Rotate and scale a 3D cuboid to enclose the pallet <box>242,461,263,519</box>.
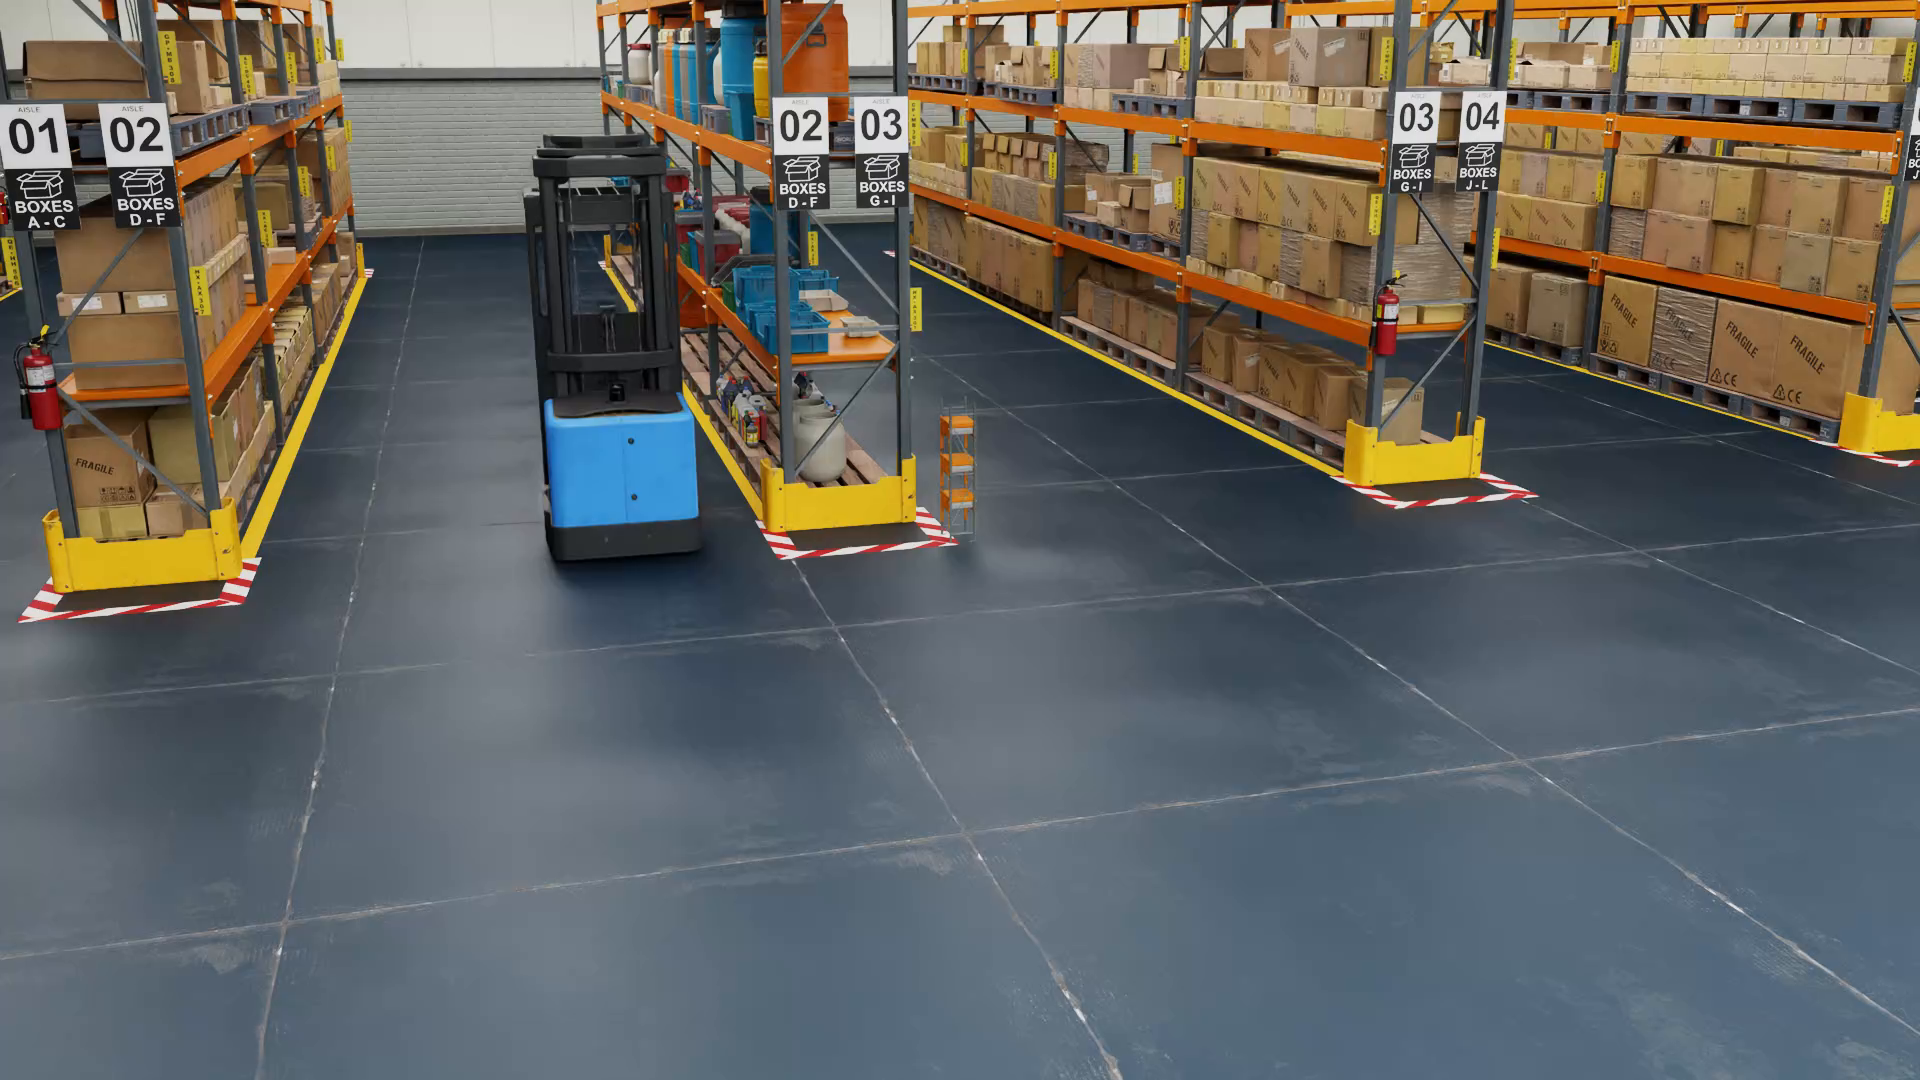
[{"bbox_3d":[-6.215,-0.385,13.367,1.003,0.211,1.213,-5,17,-15],"label":"pallet"}]

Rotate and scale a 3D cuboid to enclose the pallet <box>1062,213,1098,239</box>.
[{"bbox_3d":[1.992,-3.890,20.521,1.213,0.211,1.003,-5,17,-15],"label":"pallet"}]

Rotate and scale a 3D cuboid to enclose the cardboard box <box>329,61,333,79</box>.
[{"bbox_3d":[-9.373,-6.806,24.075,0.500,0.250,0.500,-5,17,-15],"label":"cardboard box"}]

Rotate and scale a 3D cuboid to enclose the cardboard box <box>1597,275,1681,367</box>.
[{"bbox_3d":[7.696,-2.432,18.298,0.875,0.875,0.875,-4,17,-14],"label":"cardboard box"}]

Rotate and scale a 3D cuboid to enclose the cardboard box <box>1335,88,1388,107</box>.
[{"bbox_3d":[3.377,-3.714,13.955,0.380,0.149,0.250,-5,18,-18],"label":"cardboard box"}]

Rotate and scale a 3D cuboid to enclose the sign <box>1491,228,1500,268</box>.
[{"bbox_3d":[4.414,-2.415,13.773,0.100,0.325,0.005,-5,17,-15],"label":"sign"}]

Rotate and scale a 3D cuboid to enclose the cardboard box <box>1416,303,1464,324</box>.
[{"bbox_3d":[4.044,-1.935,14.116,0.380,0.149,0.250,-5,17,-15],"label":"cardboard box"}]

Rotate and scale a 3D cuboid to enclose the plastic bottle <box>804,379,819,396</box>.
[{"bbox_3d":[-1.373,-1.317,15.461,0.144,0.351,0.185,-5,17,-16],"label":"plastic bottle"}]

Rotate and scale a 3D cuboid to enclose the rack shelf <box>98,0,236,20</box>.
[{"bbox_3d":[-6.183,-4.066,12.291,1.077,0.370,4.000,-5,17,-15],"label":"rack shelf"}]

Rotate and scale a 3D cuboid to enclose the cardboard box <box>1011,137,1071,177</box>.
[{"bbox_3d":[1.142,-5.268,22.857,0.797,0.503,0.637,-4,17,-13],"label":"cardboard box"}]

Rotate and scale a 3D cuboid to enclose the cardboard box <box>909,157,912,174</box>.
[{"bbox_3d":[-0.632,-6.300,27.954,0.500,0.250,0.500,-5,17,-17],"label":"cardboard box"}]

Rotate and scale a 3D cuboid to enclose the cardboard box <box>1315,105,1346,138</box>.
[{"bbox_3d":[3.376,-3.573,14.181,0.500,0.250,0.500,-5,17,-15],"label":"cardboard box"}]

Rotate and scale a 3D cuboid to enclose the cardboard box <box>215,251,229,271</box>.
[{"bbox_3d":[-6.104,-2.231,13.363,0.380,0.149,0.250,-4,17,-14],"label":"cardboard box"}]

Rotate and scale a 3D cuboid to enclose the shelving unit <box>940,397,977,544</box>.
[{"bbox_3d":[-0.014,-0.518,12.350,0.215,1.050,0.252,-5,17,-15],"label":"shelving unit"}]

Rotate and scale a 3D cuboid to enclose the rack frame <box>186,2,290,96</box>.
[{"bbox_3d":[-7.832,-6.261,17.655,1.000,3.000,0.127,-5,17,-15],"label":"rack frame"}]

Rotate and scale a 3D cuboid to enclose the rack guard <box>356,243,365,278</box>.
[{"bbox_3d":[-10.010,-4.383,26.174,1.175,0.500,0.348,-5,17,-15],"label":"rack guard"}]

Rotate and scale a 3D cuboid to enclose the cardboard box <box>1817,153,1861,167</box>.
[{"bbox_3d":[11.556,-4.774,21.709,0.500,0.500,0.500,-5,18,-17],"label":"cardboard box"}]

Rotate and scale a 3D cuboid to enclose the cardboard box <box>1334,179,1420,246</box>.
[{"bbox_3d":[3.504,-2.759,13.995,0.500,0.500,0.500,-5,17,-15],"label":"cardboard box"}]

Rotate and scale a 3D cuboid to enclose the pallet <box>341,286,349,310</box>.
[{"bbox_3d":[-9.119,-3.349,23.235,1.003,0.211,1.213,-5,17,-15],"label":"pallet"}]

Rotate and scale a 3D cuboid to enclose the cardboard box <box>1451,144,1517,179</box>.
[{"bbox_3d":[6.745,-4.797,21.294,0.700,0.500,0.500,-5,17,-16],"label":"cardboard box"}]

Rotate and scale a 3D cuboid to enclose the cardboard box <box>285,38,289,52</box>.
[{"bbox_3d":[-8.864,-6.083,21.197,0.600,0.600,0.600,-6,18,-20],"label":"cardboard box"}]

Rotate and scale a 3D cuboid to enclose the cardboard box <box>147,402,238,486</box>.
[{"bbox_3d":[-5.706,-0.723,12.391,0.500,0.500,0.500,-5,17,-15],"label":"cardboard box"}]

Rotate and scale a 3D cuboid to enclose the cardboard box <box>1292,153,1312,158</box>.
[{"bbox_3d":[5.208,-5.714,24.932,0.380,0.149,0.250,-5,17,-15],"label":"cardboard box"}]

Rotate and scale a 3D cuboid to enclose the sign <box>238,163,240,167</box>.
[{"bbox_3d":[-9.451,-4.864,21.927,0.100,0.325,0.005,-5,17,-15],"label":"sign"}]

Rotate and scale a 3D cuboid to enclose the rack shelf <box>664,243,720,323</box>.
[{"bbox_3d":[-2.519,-2.881,18.080,1.077,0.370,4.000,-5,17,-15],"label":"rack shelf"}]

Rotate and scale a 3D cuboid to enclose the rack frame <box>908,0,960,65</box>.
[{"bbox_3d":[-0.504,-9.256,27.625,1.000,3.000,0.127,-5,17,-15],"label":"rack frame"}]

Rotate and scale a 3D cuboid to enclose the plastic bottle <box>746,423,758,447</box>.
[{"bbox_3d":[-1.796,-0.910,14.366,0.097,0.201,0.097,0,17,0],"label":"plastic bottle"}]

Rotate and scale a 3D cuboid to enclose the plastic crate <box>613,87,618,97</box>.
[{"bbox_3d":[-4.883,-6.517,24.179,0.293,0.136,0.466,-5,17,-15],"label":"plastic crate"}]

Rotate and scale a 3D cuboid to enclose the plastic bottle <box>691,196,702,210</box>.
[{"bbox_3d":[-3.407,-4.279,21.570,0.144,0.351,0.185,-5,17,-15],"label":"plastic bottle"}]

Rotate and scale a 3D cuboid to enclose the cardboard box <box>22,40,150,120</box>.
[{"bbox_3d":[-5.787,-3.089,11.154,0.797,0.503,0.637,-3,17,-11],"label":"cardboard box"}]

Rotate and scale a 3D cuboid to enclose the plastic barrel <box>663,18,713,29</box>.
[{"bbox_3d":[-3.221,-5.779,19.788,0.600,0.830,0.708,-5,17,-15],"label":"plastic barrel"}]

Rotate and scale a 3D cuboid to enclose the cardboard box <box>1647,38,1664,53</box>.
[{"bbox_3d":[7.435,-5.177,17.406,0.380,0.149,0.250,-5,17,-16],"label":"cardboard box"}]

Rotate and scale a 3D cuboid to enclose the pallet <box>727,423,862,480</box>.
[{"bbox_3d":[-1.486,-0.810,14.781,1.003,0.211,1.213,-5,17,-15],"label":"pallet"}]

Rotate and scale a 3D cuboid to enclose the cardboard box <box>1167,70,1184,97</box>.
[{"bbox_3d":[2.439,-4.889,17.805,0.396,0.266,0.258,-4,17,-13],"label":"cardboard box"}]

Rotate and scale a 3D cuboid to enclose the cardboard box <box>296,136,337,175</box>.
[{"bbox_3d":[-8.932,-5.317,23.026,0.500,0.500,0.500,-5,18,-17],"label":"cardboard box"}]

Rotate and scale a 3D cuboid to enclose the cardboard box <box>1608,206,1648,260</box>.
[{"bbox_3d":[7.703,-3.399,18.292,0.875,0.550,0.550,-5,17,-15],"label":"cardboard box"}]

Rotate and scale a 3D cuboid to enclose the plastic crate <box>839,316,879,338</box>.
[{"bbox_3d":[-0.806,-1.713,13.398,0.298,0.136,0.250,-5,17,-15],"label":"plastic crate"}]

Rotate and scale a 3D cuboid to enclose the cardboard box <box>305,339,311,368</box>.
[{"bbox_3d":[-7.308,-2.004,17.959,0.500,0.250,0.500,-5,17,-16],"label":"cardboard box"}]

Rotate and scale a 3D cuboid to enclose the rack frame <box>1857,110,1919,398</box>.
[{"bbox_3d":[8.689,-2.322,14.967,1.000,3.000,0.127,-5,17,-15],"label":"rack frame"}]

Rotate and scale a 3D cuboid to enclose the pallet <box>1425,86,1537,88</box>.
[{"bbox_3d":[6.719,-5.707,21.351,1.213,0.211,1.003,-4,17,-13],"label":"pallet"}]

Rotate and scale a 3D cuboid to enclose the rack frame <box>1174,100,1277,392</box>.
[{"bbox_3d":[2.793,-3.064,17.438,1.000,3.000,0.127,-5,17,-15],"label":"rack frame"}]

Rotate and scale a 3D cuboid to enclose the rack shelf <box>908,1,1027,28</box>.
[{"bbox_3d":[0.045,-8.167,25.945,1.077,0.370,4.000,-5,17,-15],"label":"rack shelf"}]

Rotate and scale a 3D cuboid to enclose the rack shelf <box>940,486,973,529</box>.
[{"bbox_3d":[-0.015,-0.241,12.433,0.215,0.259,0.240,-5,17,-15],"label":"rack shelf"}]

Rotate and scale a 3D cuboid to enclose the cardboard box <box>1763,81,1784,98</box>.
[{"bbox_3d":[7.923,-4.304,15.884,0.380,0.149,0.250,-5,17,-15],"label":"cardboard box"}]

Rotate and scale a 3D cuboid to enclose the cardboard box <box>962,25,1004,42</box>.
[{"bbox_3d":[0.343,-7.630,25.044,0.500,0.250,0.500,-6,18,-19],"label":"cardboard box"}]

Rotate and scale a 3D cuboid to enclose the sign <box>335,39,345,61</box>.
[{"bbox_3d":[-9.491,-7.500,25.453,0.100,0.325,0.005,-5,17,-15],"label":"sign"}]

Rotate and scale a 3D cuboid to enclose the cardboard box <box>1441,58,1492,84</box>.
[{"bbox_3d":[6.478,-5.960,21.116,0.500,0.311,0.500,-5,17,-15],"label":"cardboard box"}]

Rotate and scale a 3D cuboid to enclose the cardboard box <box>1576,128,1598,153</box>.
[{"bbox_3d":[10.134,-6.304,26.313,0.500,0.500,0.500,-5,17,-16],"label":"cardboard box"}]

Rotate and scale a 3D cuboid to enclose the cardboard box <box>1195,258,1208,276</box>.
[{"bbox_3d":[2.619,-2.790,16.964,0.380,0.149,0.250,-5,17,-15],"label":"cardboard box"}]

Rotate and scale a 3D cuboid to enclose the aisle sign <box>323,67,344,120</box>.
[{"bbox_3d":[-9.755,-6.889,25.654,0.394,0.787,0.004,-5,17,-15],"label":"aisle sign"}]

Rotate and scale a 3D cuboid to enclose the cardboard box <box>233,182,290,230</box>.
[{"bbox_3d":[-8.113,-3.803,18.993,0.700,0.500,0.500,-12,20,-34],"label":"cardboard box"}]

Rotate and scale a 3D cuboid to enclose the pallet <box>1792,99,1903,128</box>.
[{"bbox_3d":[8.475,-3.920,15.229,1.003,0.211,1.213,-5,17,-15],"label":"pallet"}]

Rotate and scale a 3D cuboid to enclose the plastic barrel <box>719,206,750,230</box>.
[{"bbox_3d":[-2.464,-3.448,18.523,0.421,0.512,0.421,0,17,0],"label":"plastic barrel"}]

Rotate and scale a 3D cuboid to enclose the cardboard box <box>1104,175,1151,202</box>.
[{"bbox_3d":[2.131,-4.127,20.072,0.700,0.500,0.500,-2,17,-7],"label":"cardboard box"}]

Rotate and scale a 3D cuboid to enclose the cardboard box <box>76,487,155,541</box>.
[{"bbox_3d":[-6.065,-0.185,11.902,0.500,0.250,0.500,-5,17,-15],"label":"cardboard box"}]

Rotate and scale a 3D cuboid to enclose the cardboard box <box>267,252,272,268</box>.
[{"bbox_3d":[-7.427,-2.920,17.394,0.380,0.149,0.250,-3,17,-11],"label":"cardboard box"}]

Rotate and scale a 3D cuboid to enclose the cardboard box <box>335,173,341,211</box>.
[{"bbox_3d":[-8.953,-4.846,23.198,0.500,0.500,0.500,-4,17,-14],"label":"cardboard box"}]

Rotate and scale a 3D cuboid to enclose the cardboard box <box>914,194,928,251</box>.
[{"bbox_3d":[-0.252,-5.396,28.165,0.875,0.875,0.875,-5,17,-15],"label":"cardboard box"}]

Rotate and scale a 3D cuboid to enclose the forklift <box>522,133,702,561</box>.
[{"bbox_3d":[-2.732,-1.641,12.821,1.130,2.935,3.031,-4,17,-14],"label":"forklift"}]
